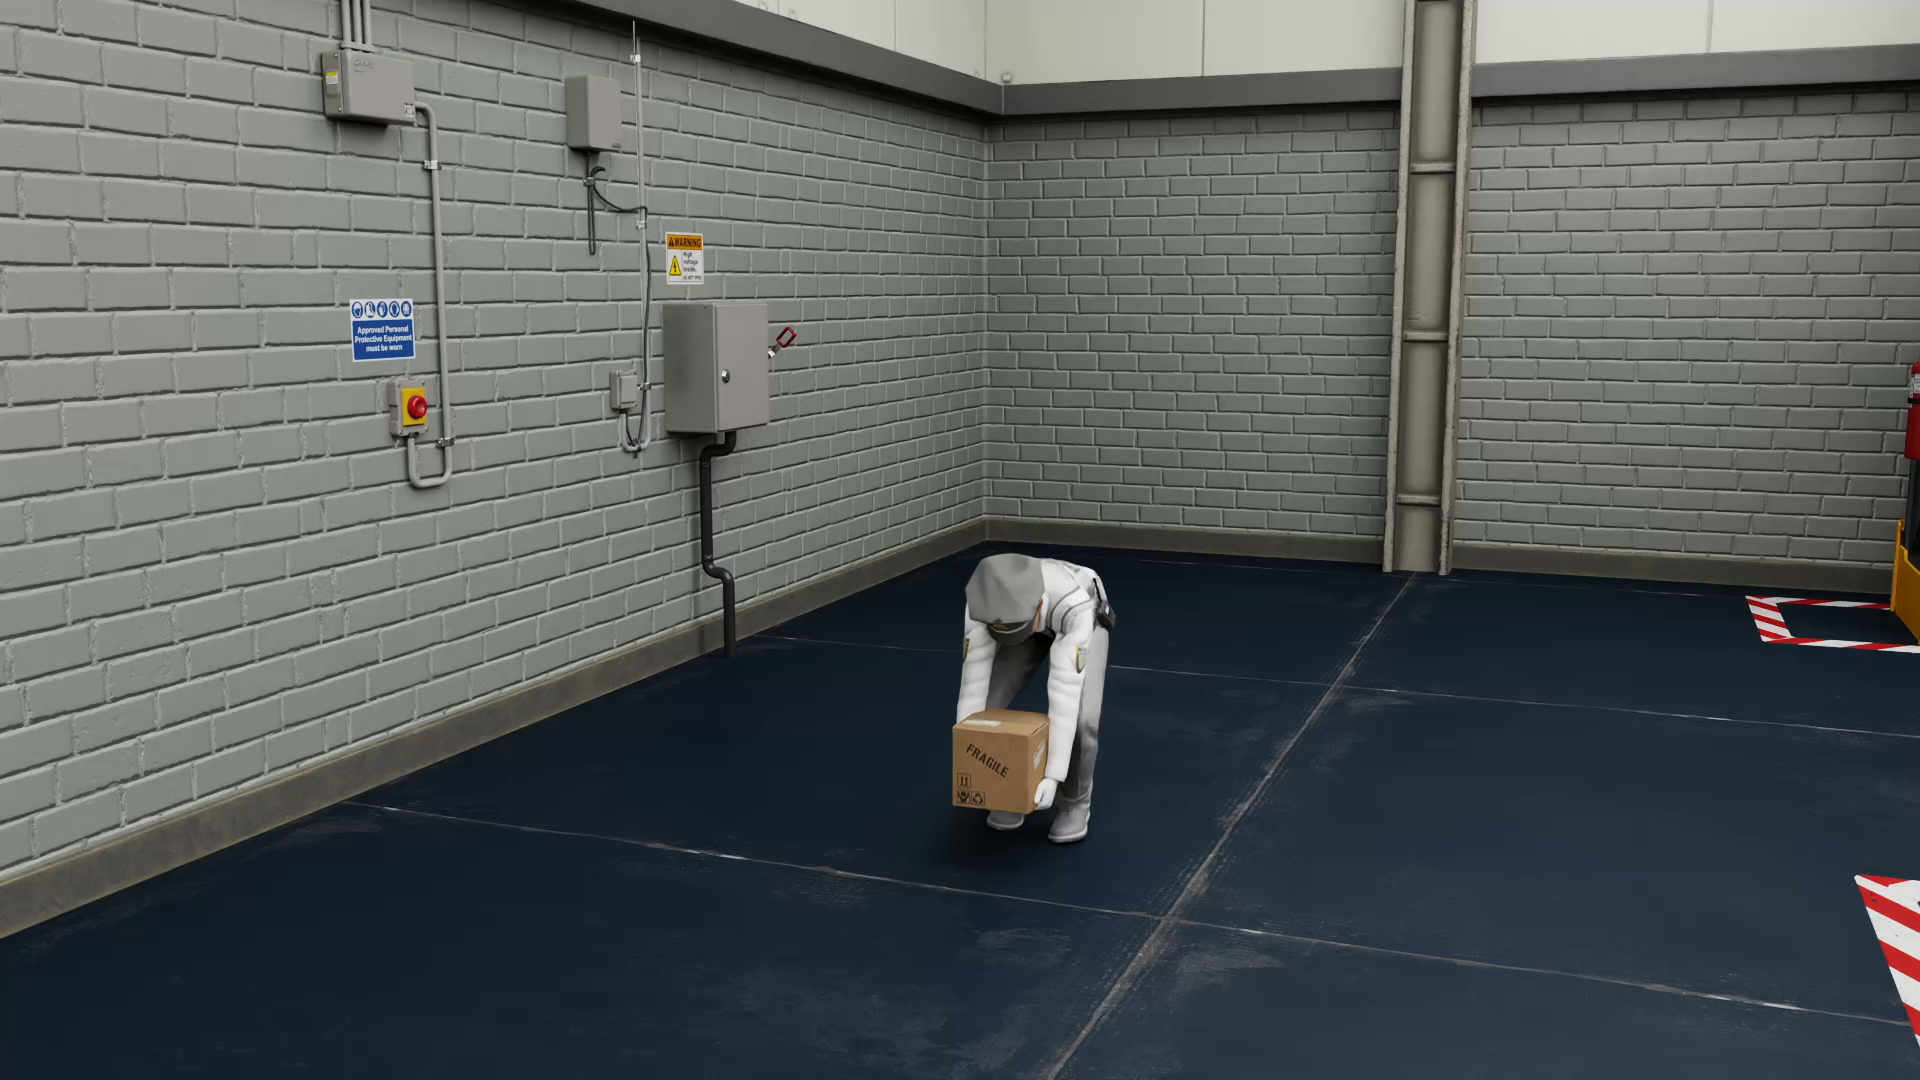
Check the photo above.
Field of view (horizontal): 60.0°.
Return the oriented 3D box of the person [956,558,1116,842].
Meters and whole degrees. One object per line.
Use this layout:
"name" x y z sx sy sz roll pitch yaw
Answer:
"person" 0.238 0.505 5.398 0.454 0.963 0.863 3 9 18
